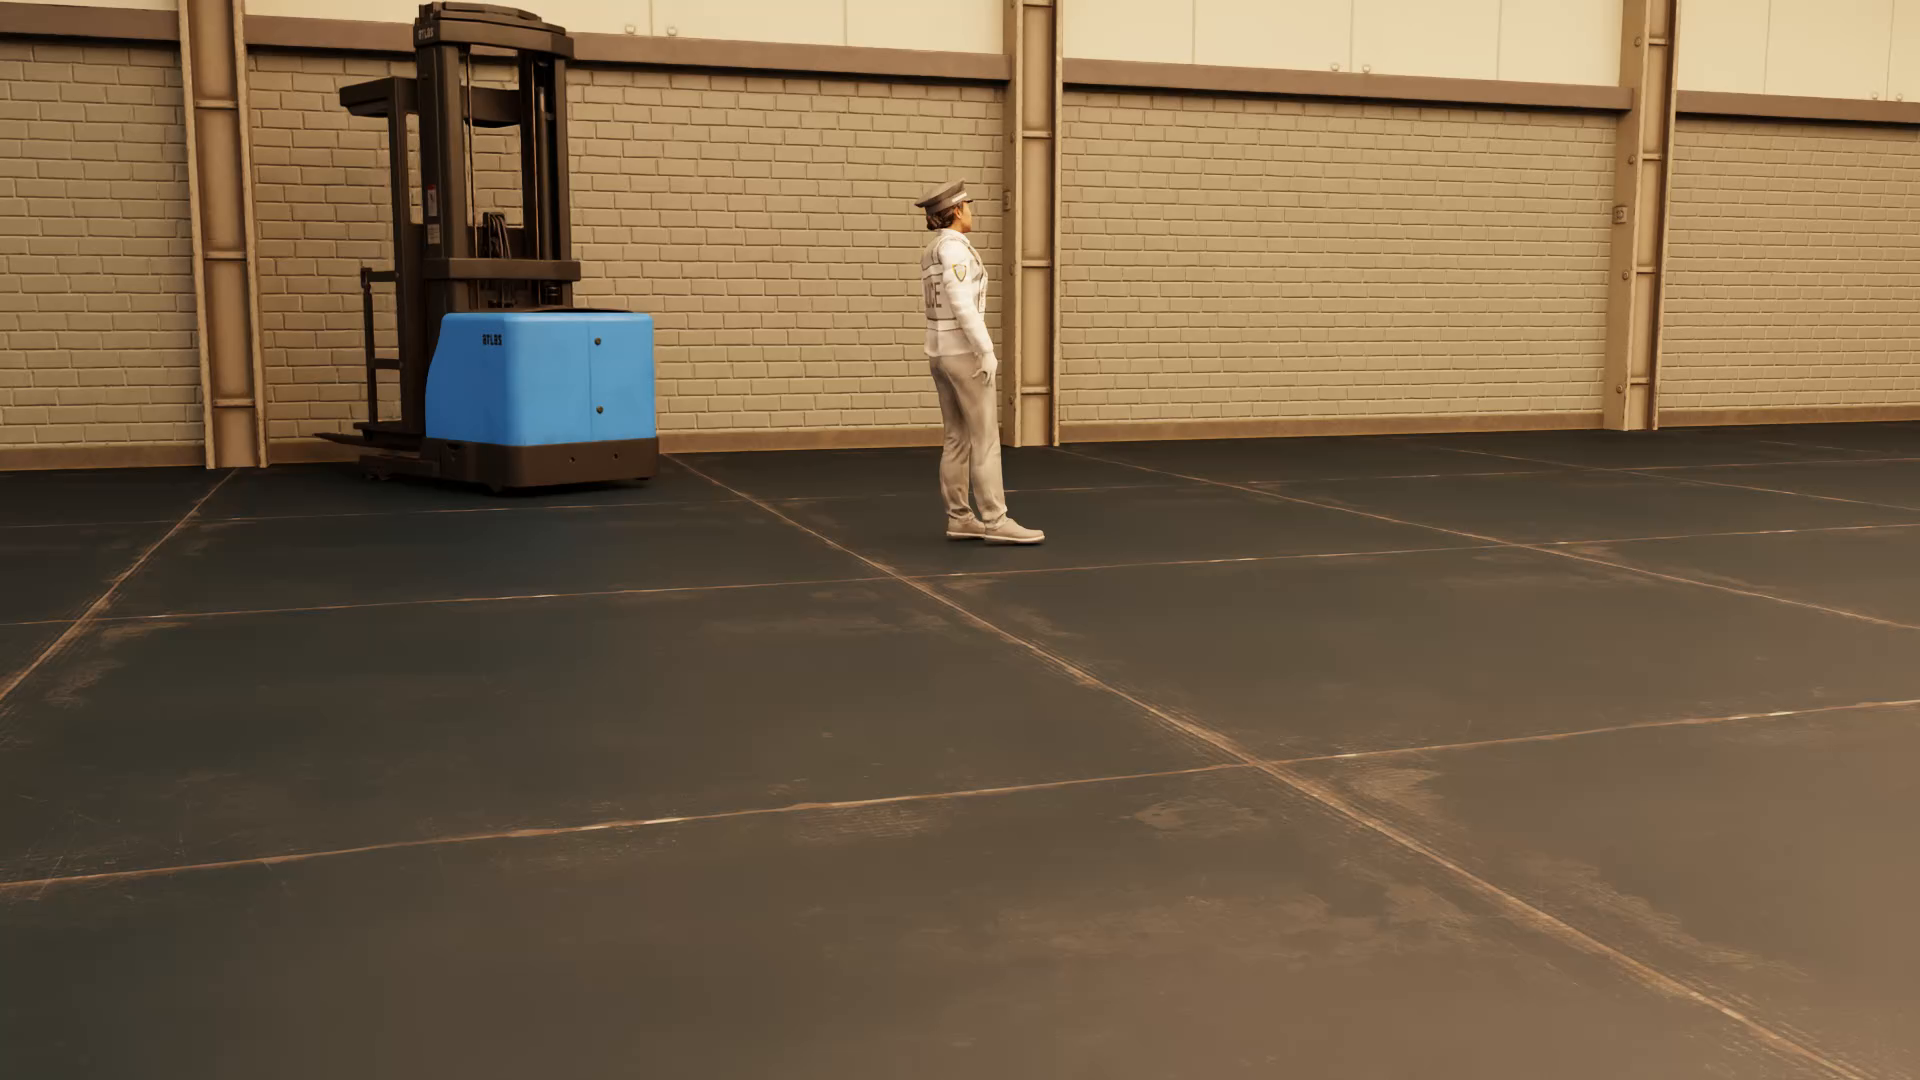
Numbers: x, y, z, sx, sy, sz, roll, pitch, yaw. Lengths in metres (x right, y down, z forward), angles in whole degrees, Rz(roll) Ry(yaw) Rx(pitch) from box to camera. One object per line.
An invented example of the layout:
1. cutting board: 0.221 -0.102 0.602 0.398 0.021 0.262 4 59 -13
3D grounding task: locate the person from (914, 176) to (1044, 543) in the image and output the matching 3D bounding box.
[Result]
1. person: 0.066 -0.849 7.824 0.534 1.696 0.587 -3 8 -18

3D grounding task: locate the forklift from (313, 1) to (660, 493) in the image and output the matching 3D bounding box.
1. forklift: -3.272 -1.872 10.816 3.031 2.935 1.130 7 11 44
